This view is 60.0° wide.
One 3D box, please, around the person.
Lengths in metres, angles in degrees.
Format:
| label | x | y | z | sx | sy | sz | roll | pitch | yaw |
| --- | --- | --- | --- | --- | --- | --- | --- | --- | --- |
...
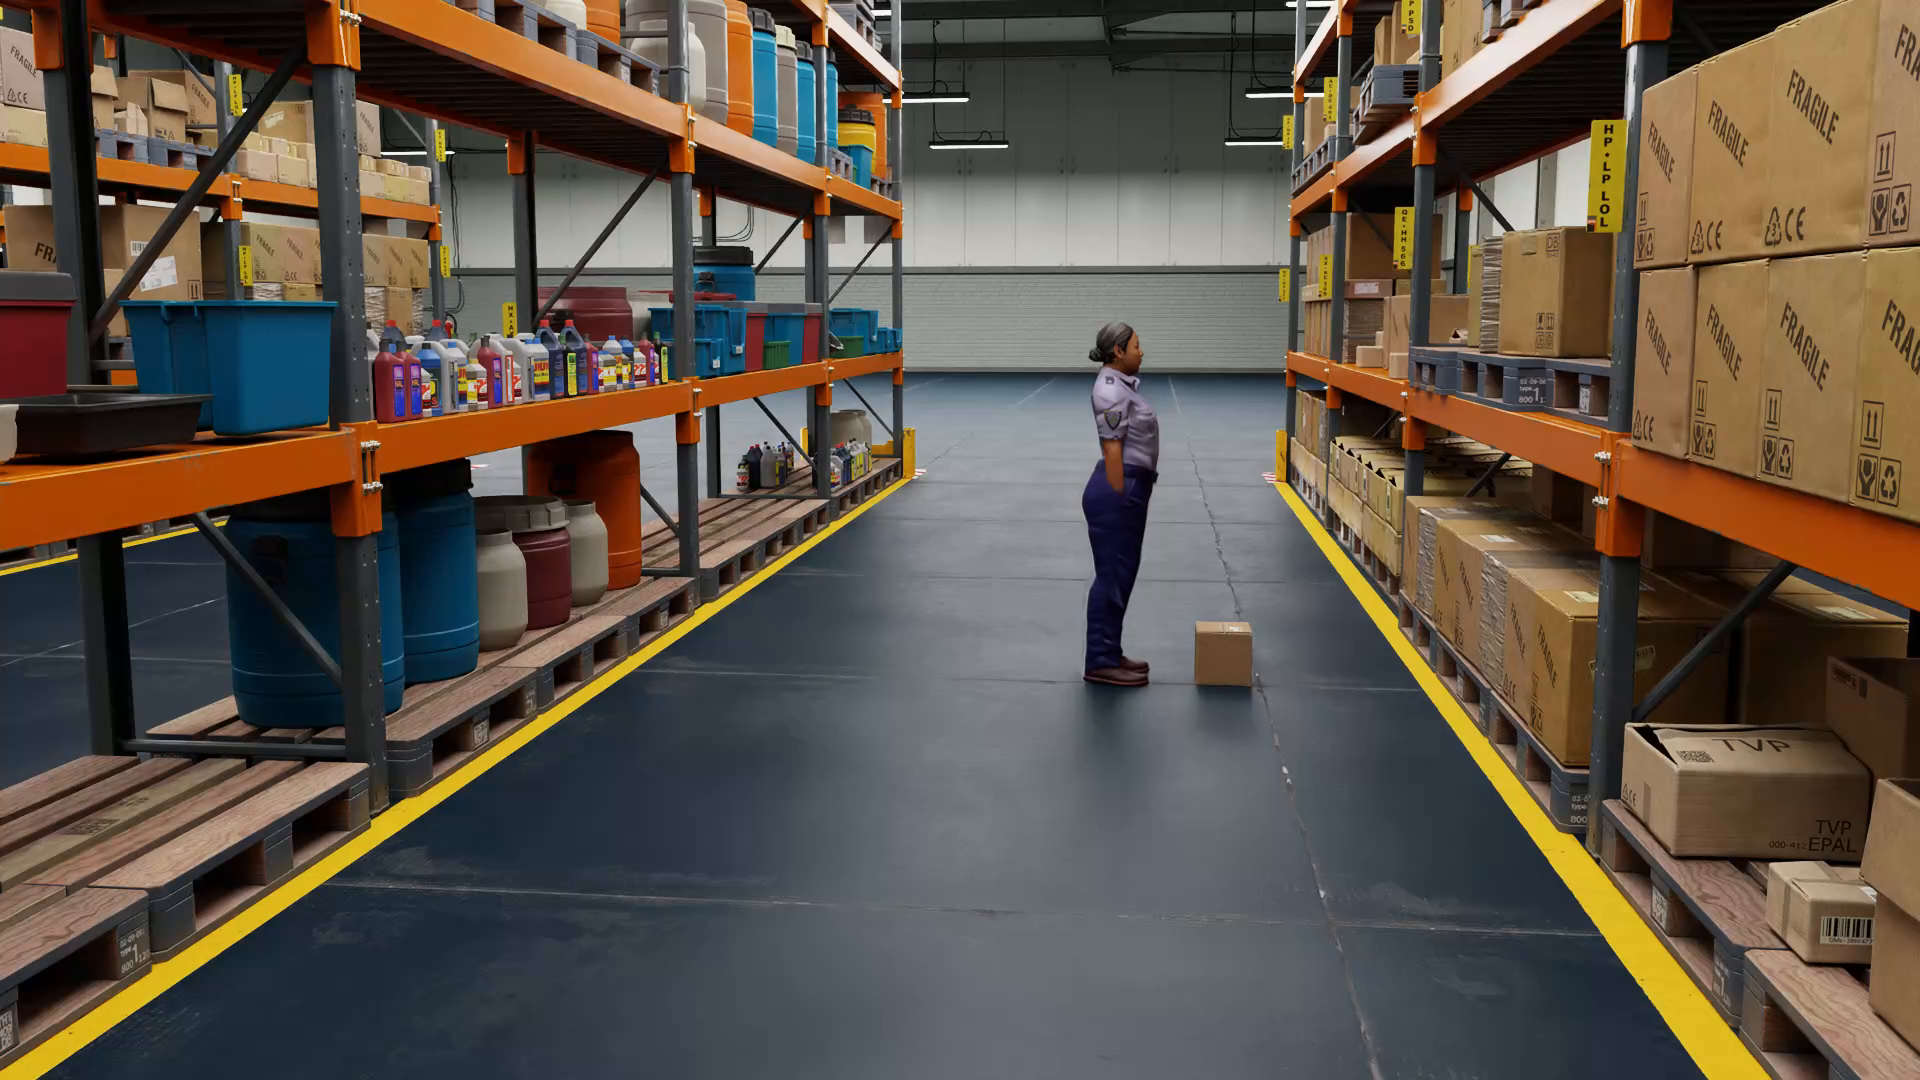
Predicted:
| label | x | y | z | sx | sy | sz | roll | pitch | yaw |
| --- | --- | --- | --- | --- | --- | --- | --- | --- | --- |
| person | 0.742 | -0.175 | 7.662 | 0.345 | 1.650 | 0.466 | 1 | 8 | 8 |
